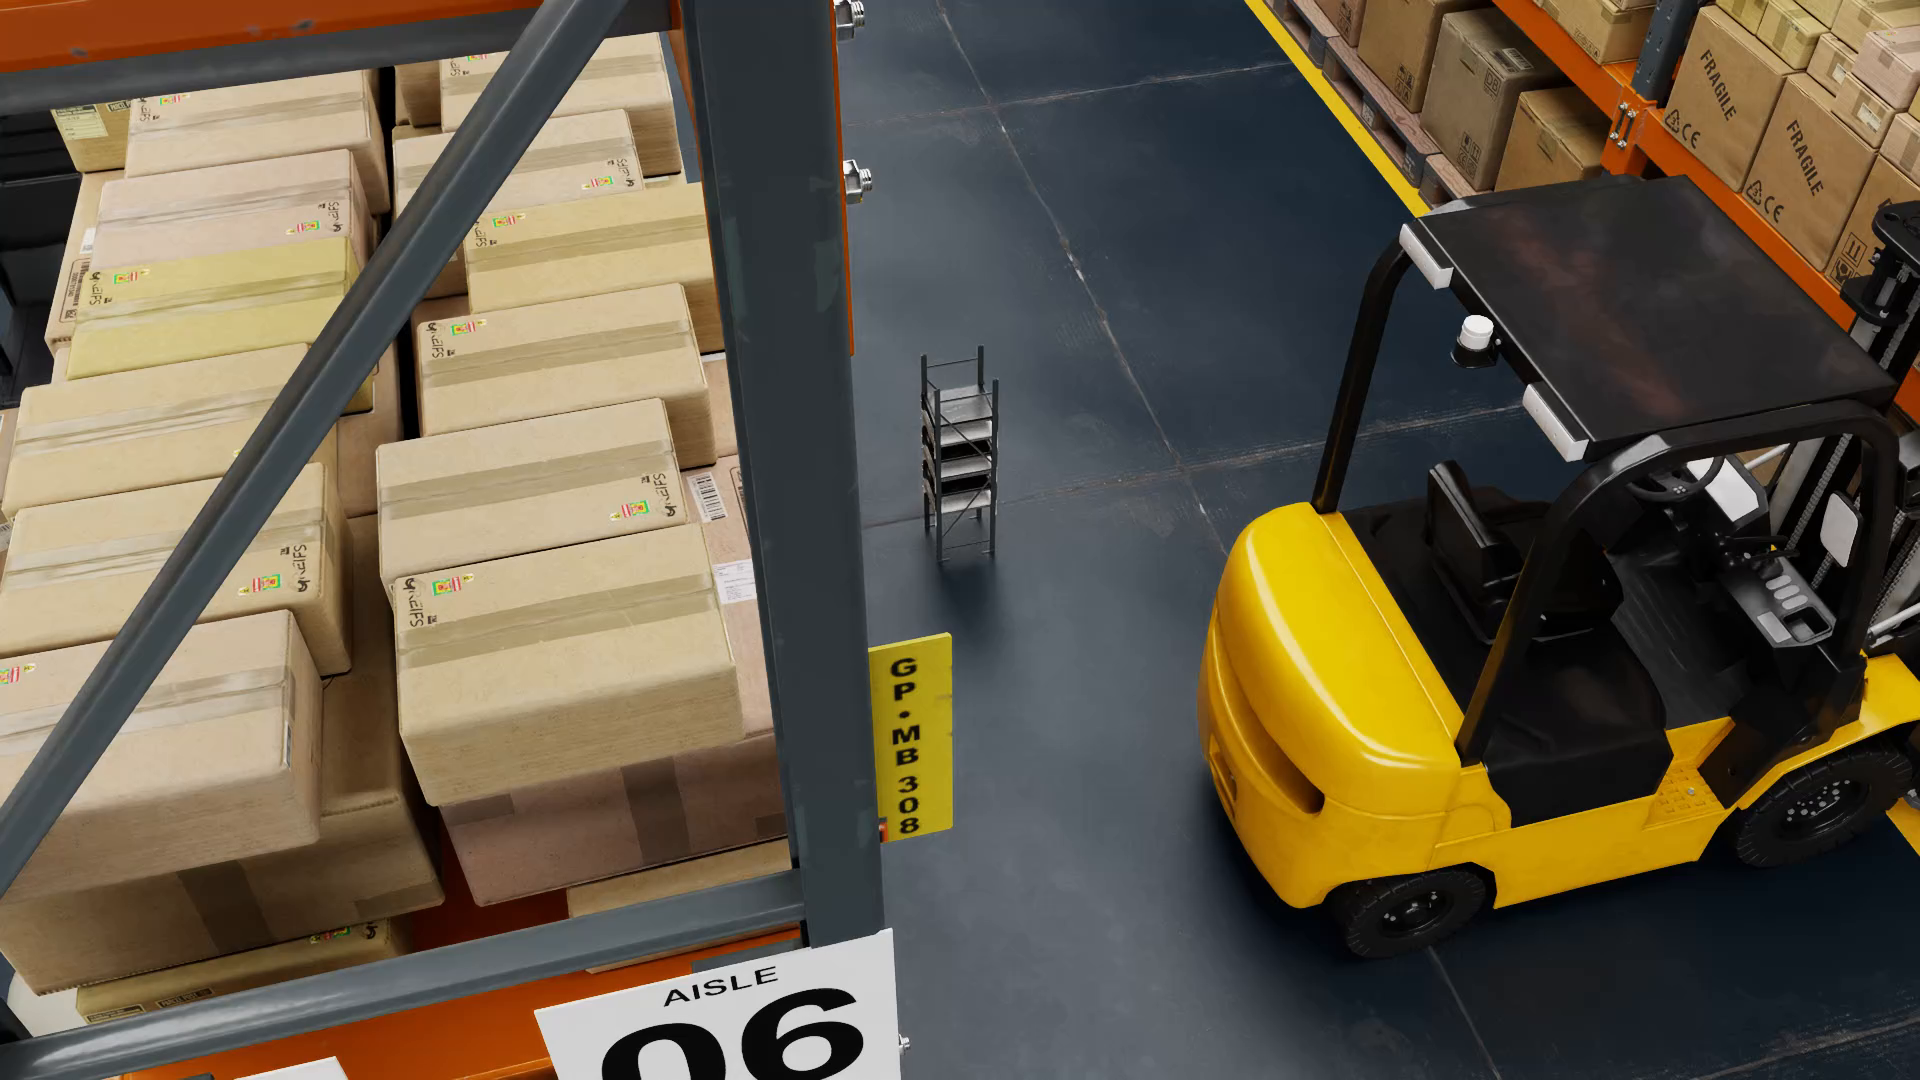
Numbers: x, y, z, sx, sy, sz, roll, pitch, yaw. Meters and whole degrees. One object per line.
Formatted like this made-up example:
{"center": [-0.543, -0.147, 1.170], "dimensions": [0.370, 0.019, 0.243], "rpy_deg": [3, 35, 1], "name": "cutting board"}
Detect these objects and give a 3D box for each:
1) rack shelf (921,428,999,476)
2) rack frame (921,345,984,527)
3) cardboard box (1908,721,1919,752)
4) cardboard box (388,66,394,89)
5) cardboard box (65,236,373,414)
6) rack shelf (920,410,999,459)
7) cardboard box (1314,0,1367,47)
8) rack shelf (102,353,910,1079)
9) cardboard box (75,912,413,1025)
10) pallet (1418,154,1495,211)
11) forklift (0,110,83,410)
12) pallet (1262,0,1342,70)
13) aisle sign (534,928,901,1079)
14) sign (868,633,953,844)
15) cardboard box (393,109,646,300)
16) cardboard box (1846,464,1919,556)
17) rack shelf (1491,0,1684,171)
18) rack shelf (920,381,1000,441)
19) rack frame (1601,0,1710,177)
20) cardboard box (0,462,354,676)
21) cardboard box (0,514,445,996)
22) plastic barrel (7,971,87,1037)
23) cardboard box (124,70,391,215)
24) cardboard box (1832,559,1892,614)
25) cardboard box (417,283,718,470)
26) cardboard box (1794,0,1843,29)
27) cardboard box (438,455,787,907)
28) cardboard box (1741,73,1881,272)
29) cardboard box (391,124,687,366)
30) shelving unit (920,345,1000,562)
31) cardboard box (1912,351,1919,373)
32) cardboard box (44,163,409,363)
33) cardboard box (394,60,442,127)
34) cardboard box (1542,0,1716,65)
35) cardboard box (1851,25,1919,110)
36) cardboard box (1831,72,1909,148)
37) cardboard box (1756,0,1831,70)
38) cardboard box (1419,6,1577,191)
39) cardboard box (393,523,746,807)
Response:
{"center": [-0.002, -0.360, 6.394], "dimensions": [0.258, 0.077, 0.200], "rpy_deg": [-11, 47, -10], "name": "rack shelf"}
{"center": [-0.028, -0.391, 6.503], "dimensions": [0.240, 0.900, 0.006], "rpy_deg": [-11, 47, -10], "name": "rack frame"}
{"center": [3.553, 0.616, 5.677], "dimensions": [0.500, 0.250, 0.500], "rpy_deg": [-10, 46, -10], "name": "cardboard box"}
{"center": [-1.501, -1.137, 3.561], "dimensions": [0.500, 0.250, 0.500], "rpy_deg": [-10, 46, -10], "name": "cardboard box"}
{"center": [-1.081, -0.294, 2.455], "dimensions": [0.380, 0.149, 0.250], "rpy_deg": [-10, 46, -10], "name": "cardboard box"}
{"center": [-0.002, -0.423, 6.329], "dimensions": [0.258, 0.077, 0.200], "rpy_deg": [-11, 47, -10], "name": "rack shelf"}
{"center": [2.489, -3.197, 9.152], "dimensions": [0.875, 0.625, 0.625], "rpy_deg": [-9, 46, -9], "name": "cardboard box"}
{"center": [-1.093, -0.510, 3.553], "dimensions": [1.077, 0.370, 4.000], "rpy_deg": [-11, 47, -10], "name": "rack shelf"}
{"center": [-0.943, 0.512, 2.223], "dimensions": [0.380, 0.149, 0.250], "rpy_deg": [-11, 47, -10], "name": "cardboard box"}
{"center": [2.966, -1.528, 8.100], "dimensions": [1.003, 0.211, 1.213], "rpy_deg": [-11, 47, -10], "name": "pallet"}
{"center": [-3.558, -1.744, 6.407], "dimensions": [1.130, 2.935, 3.031], "rpy_deg": [-10, 46, -10], "name": "forklift"}
{"center": [2.341, -3.212, 9.750], "dimensions": [1.003, 0.211, 1.213], "rpy_deg": [-11, 47, -10], "name": "pallet"}
{"center": [-0.266, 0.746, 2.099], "dimensions": [0.394, 0.787, 0.004], "rpy_deg": [-11, 47, -10], "name": "aisle sign"}
{"center": [-0.057, 0.214, 1.728], "dimensions": [0.100, 0.325, 0.005], "rpy_deg": [-11, 47, -10], "name": "sign"}
{"center": [-0.708, -0.550, 2.706], "dimensions": [0.380, 0.149, 0.250], "rpy_deg": [-11, 47, -11], "name": "cardboard box"}
{"center": [3.399, -0.085, 5.665], "dimensions": [0.500, 0.250, 0.500], "rpy_deg": [-12, 47, -11], "name": "cardboard box"}
{"center": [2.680, -3.131, 8.222], "dimensions": [1.077, 0.370, 4.000], "rpy_deg": [-11, 47, -10], "name": "rack shelf"}
{"center": [-0.002, -0.486, 6.265], "dimensions": [0.258, 0.077, 0.200], "rpy_deg": [-11, 47, -10], "name": "rack shelf"}
{"center": [3.192, -2.002, 6.612], "dimensions": [1.000, 3.000, 0.127], "rpy_deg": [-11, 47, -10], "name": "rack frame"}
{"center": [-0.982, 0.064, 2.105], "dimensions": [0.380, 0.149, 0.250], "rpy_deg": [-10, 46, -10], "name": "cardboard box"}
{"center": [-0.973, 0.264, 2.188], "dimensions": [0.500, 0.250, 0.500], "rpy_deg": [-11, 47, -11], "name": "cardboard box"}
{"center": [-2.574, 1.422, 5.060], "dimensions": [0.512, 0.421, 0.421], "rpy_deg": [19, 48, 17], "name": "plastic barrel"}
{"center": [-1.178, -0.649, 2.803], "dimensions": [0.380, 0.149, 0.250], "rpy_deg": [-12, 47, -11], "name": "cardboard box"}
{"center": [3.394, 0.074, 5.858], "dimensions": [0.500, 0.250, 0.500], "rpy_deg": [-11, 47, -10], "name": "cardboard box"}
{"center": [-0.560, -0.209, 2.372], "dimensions": [0.380, 0.149, 0.250], "rpy_deg": [-11, 47, -10], "name": "cardboard box"}
{"center": [3.158, -1.933, 5.812], "dimensions": [0.380, 0.149, 0.250], "rpy_deg": [-10, 46, -10], "name": "cardboard box"}
{"center": [-0.453, 0.172, 2.278], "dimensions": [0.500, 0.250, 0.500], "rpy_deg": [-11, 47, -11], "name": "cardboard box"}
{"center": [3.202, -1.327, 5.880], "dimensions": [0.500, 0.500, 0.500], "rpy_deg": [-10, 46, -10], "name": "cardboard box"}
{"center": [-0.728, -0.530, 2.965], "dimensions": [0.500, 0.250, 0.500], "rpy_deg": [-9, 46, -9], "name": "cardboard box"}
{"center": [-0.002, -0.321, 6.434], "dimensions": [0.258, 0.900, 0.210], "rpy_deg": [-11, 47, -10], "name": "shelving unit"}
{"center": [3.441, -0.626, 5.193], "dimensions": [0.500, 0.500, 0.500], "rpy_deg": [-10, 46, -10], "name": "cardboard box"}
{"center": [-1.238, -0.441, 2.878], "dimensions": [0.500, 0.250, 0.500], "rpy_deg": [-10, 46, -9], "name": "cardboard box"}
{"center": [-0.835, -0.911, 3.060], "dimensions": [0.380, 0.149, 0.250], "rpy_deg": [-10, 46, -9], "name": "cardboard box"}
{"center": [2.810, -2.250, 6.960], "dimensions": [0.500, 0.250, 0.500], "rpy_deg": [-10, 46, -9], "name": "cardboard box"}
{"center": [3.182, -1.559, 5.445], "dimensions": [0.380, 0.149, 0.250], "rpy_deg": [-10, 46, -9], "name": "cardboard box"}
{"center": [3.172, -1.459, 5.555], "dimensions": [0.380, 0.149, 0.250], "rpy_deg": [-10, 46, -9], "name": "cardboard box"}
{"center": [3.087, -1.818, 5.907], "dimensions": [0.380, 0.149, 0.250], "rpy_deg": [-10, 46, -9], "name": "cardboard box"}
{"center": [2.856, -2.214, 8.188], "dimensions": [0.875, 0.625, 0.625], "rpy_deg": [-11, 47, -11], "name": "cardboard box"}
{"center": [-0.475, 0.146, 2.024], "dimensions": [0.380, 0.149, 0.250], "rpy_deg": [-11, 47, -11], "name": "cardboard box"}
